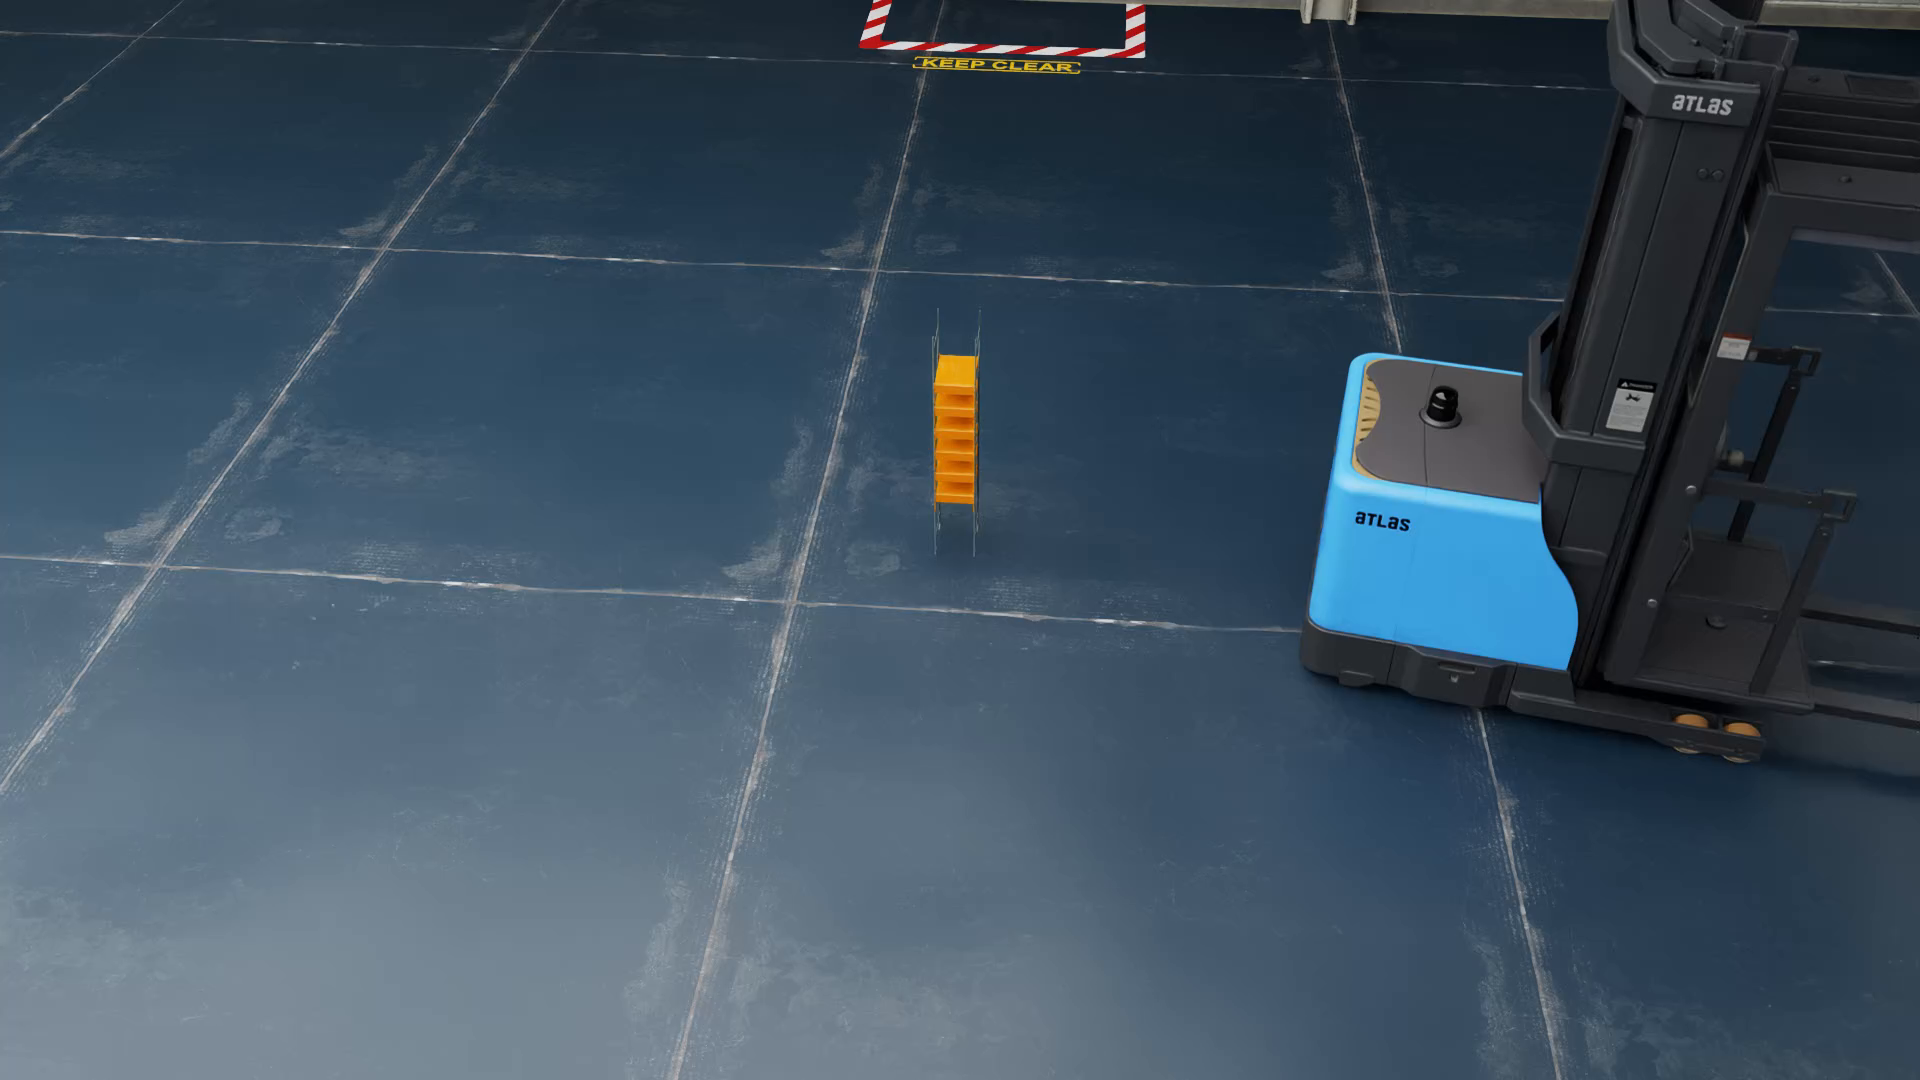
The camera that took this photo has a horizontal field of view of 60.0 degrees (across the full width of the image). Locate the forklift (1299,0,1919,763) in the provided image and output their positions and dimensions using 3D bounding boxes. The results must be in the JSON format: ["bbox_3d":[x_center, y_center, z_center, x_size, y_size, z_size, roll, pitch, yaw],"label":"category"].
[{"bbox_3d":[3.039,-0.601,6.337,3.031,2.935,1.130,10,40,12],"label":"forklift"}]

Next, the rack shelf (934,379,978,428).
[{"bbox_3d":[-0.014,-0.618,7.419,0.180,0.103,0.258,3,39,4],"label":"rack shelf"}]

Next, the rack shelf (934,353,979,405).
[{"bbox_3d":[-0.014,-0.711,7.343,0.180,0.103,0.258,3,39,4],"label":"rack shelf"}]

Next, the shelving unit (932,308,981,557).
[{"bbox_3d":[-0.014,-0.466,7.543,0.189,1.200,0.258,3,39,4],"label":"shelving unit"}]

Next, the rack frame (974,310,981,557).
[{"bbox_3d":[0.077,-0.461,7.537,0.006,1.200,0.240,3,39,4],"label":"rack frame"}]

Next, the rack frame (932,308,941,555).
[{"bbox_3d":[-0.106,-0.471,7.549,0.006,1.200,0.240,3,39,4],"label":"rack frame"}]

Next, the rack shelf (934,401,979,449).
[{"bbox_3d":[-0.014,-0.525,7.495,0.180,0.103,0.258,3,39,4],"label":"rack shelf"}]

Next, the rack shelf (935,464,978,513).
[{"bbox_3d":[-0.014,-0.246,7.722,0.180,0.103,0.258,3,39,4],"label":"rack shelf"}]

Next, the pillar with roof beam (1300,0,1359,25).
[{"bbox_3d":[2.482,-4.853,6.754,0.400,9.000,9.100,3,39,4],"label":"pillar with roof beam"}]

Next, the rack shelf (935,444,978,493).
[{"bbox_3d":[-0.014,-0.339,7.646,0.180,0.103,0.258,3,39,4],"label":"rack shelf"}]

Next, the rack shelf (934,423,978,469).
[{"bbox_3d":[-0.014,-0.432,7.571,0.180,0.103,0.258,3,39,4],"label":"rack shelf"}]
